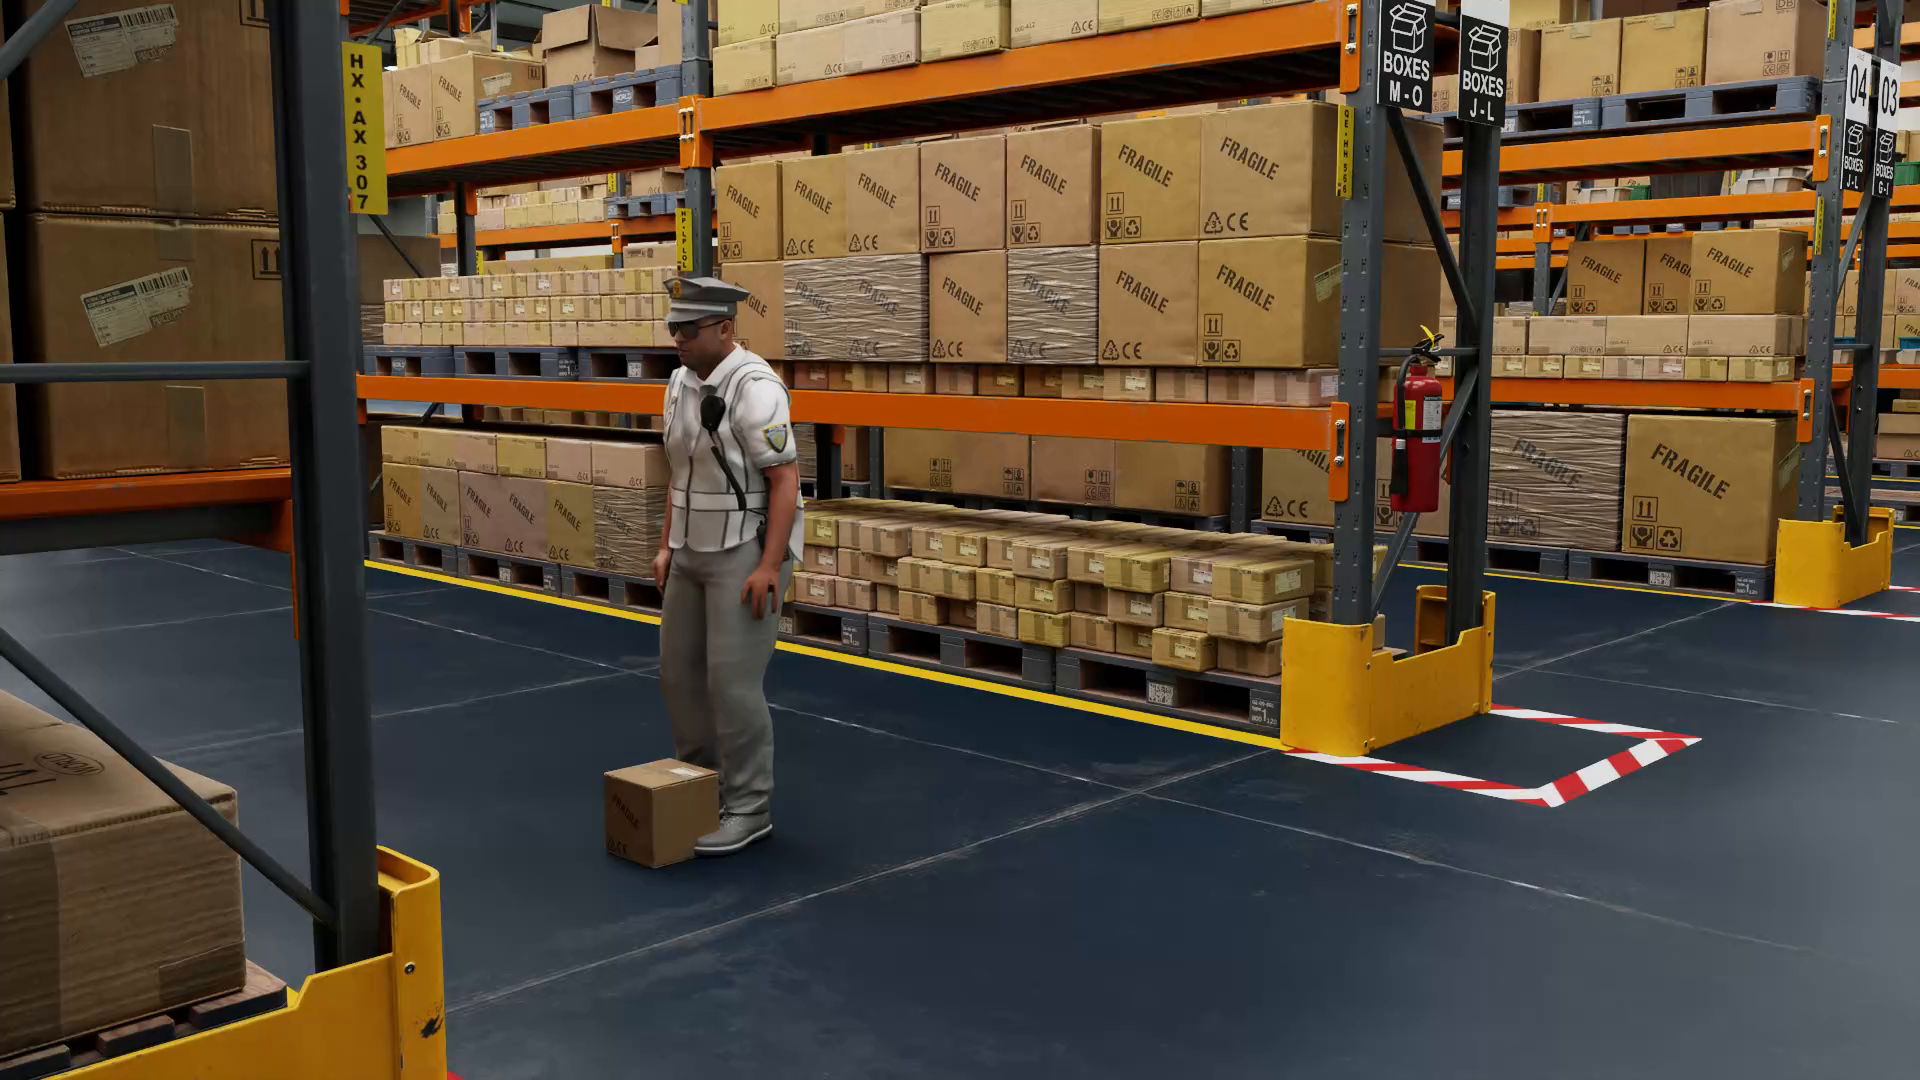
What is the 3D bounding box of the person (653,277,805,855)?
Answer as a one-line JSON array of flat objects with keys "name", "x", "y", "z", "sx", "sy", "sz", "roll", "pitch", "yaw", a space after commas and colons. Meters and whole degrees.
[{"name": "person", "x": -0.742, "y": 0.065, "z": 5.194, "sx": 0.586, "sy": 1.747, "sz": 0.470, "roll": 7, "pitch": 10, "yaw": 44}]
